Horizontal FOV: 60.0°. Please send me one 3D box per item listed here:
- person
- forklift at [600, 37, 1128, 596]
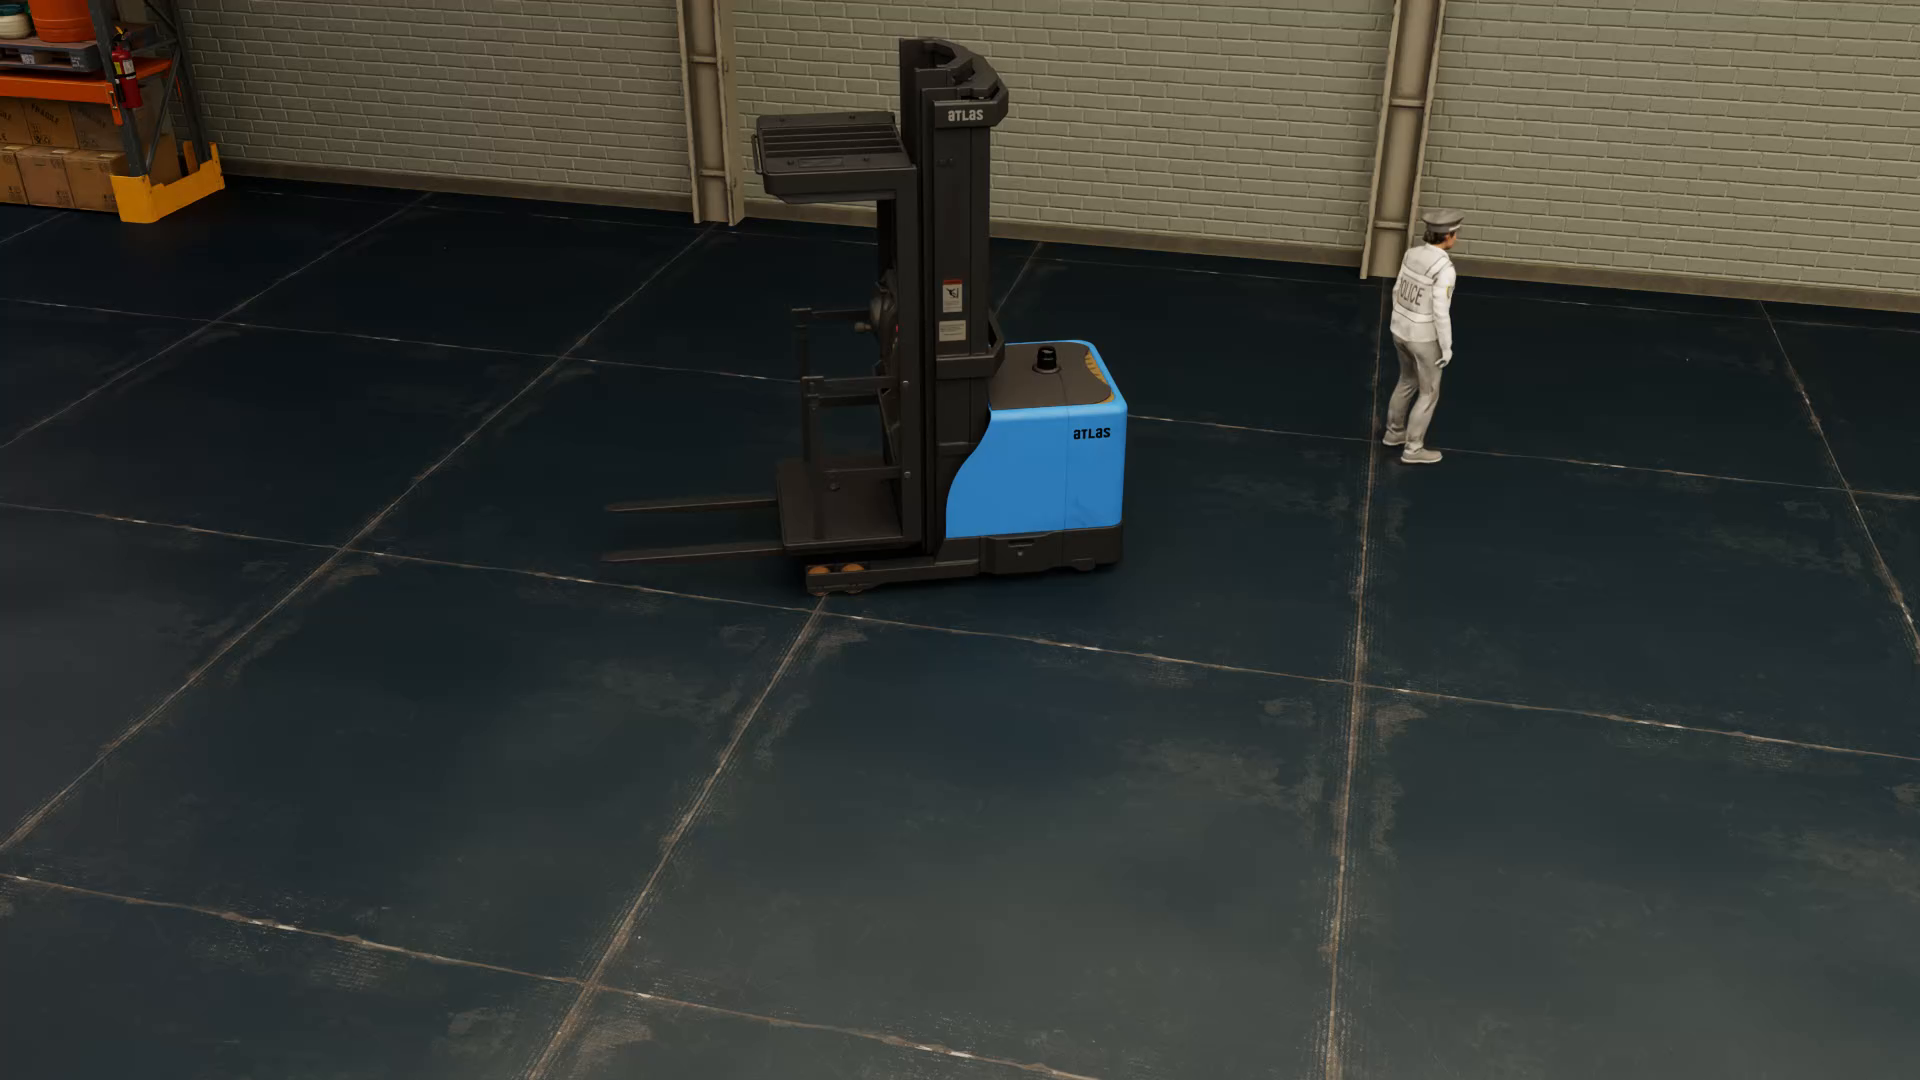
[{"bbox_3d":[3.000,-1.318,10.793,0.380,1.667,0.534,-11,31,-19],"label":"person"},{"bbox_3d":[-0.602,-1.232,9.345,3.031,2.935,1.130,-4,30,-7],"label":"forklift"}]
